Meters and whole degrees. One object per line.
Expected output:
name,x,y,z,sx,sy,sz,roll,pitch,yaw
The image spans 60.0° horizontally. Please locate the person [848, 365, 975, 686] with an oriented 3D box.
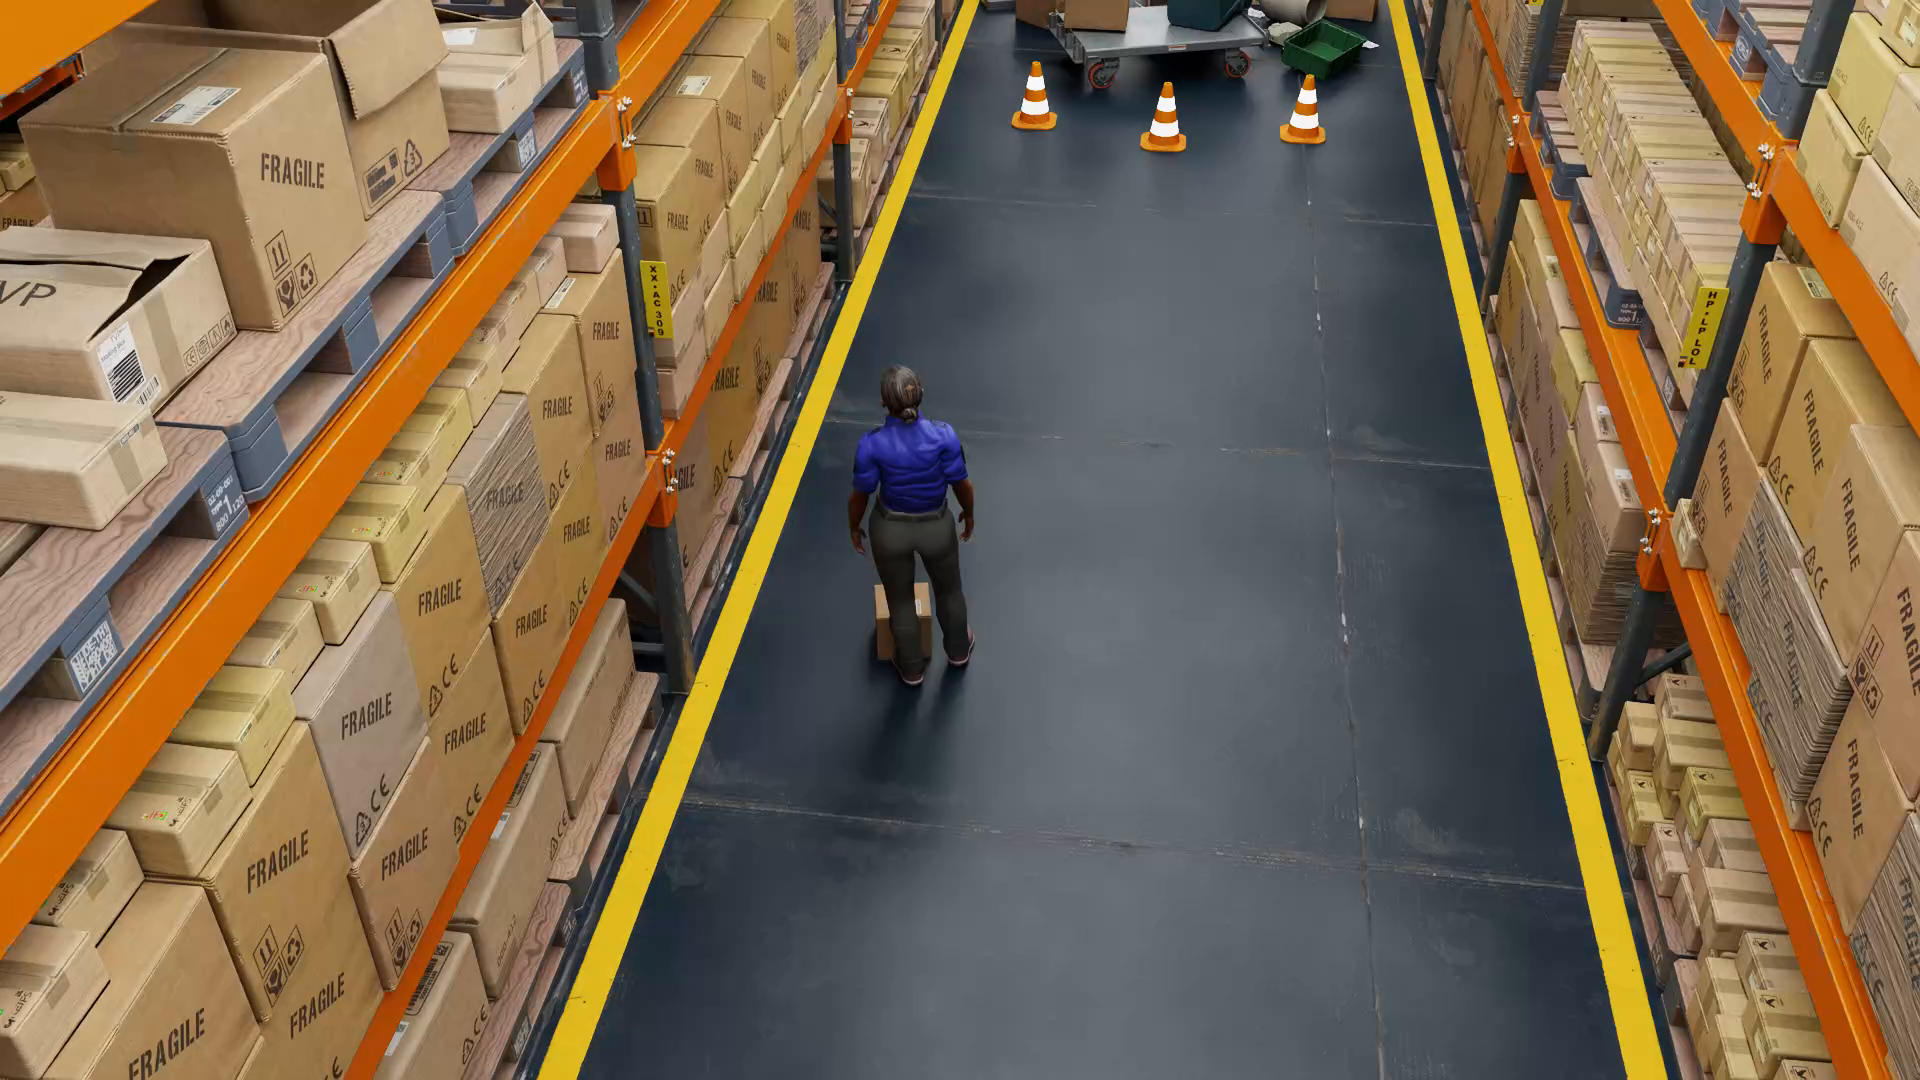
person,-0.196,-0.087,7.146,0.569,1.655,0.504,-4,37,-5
